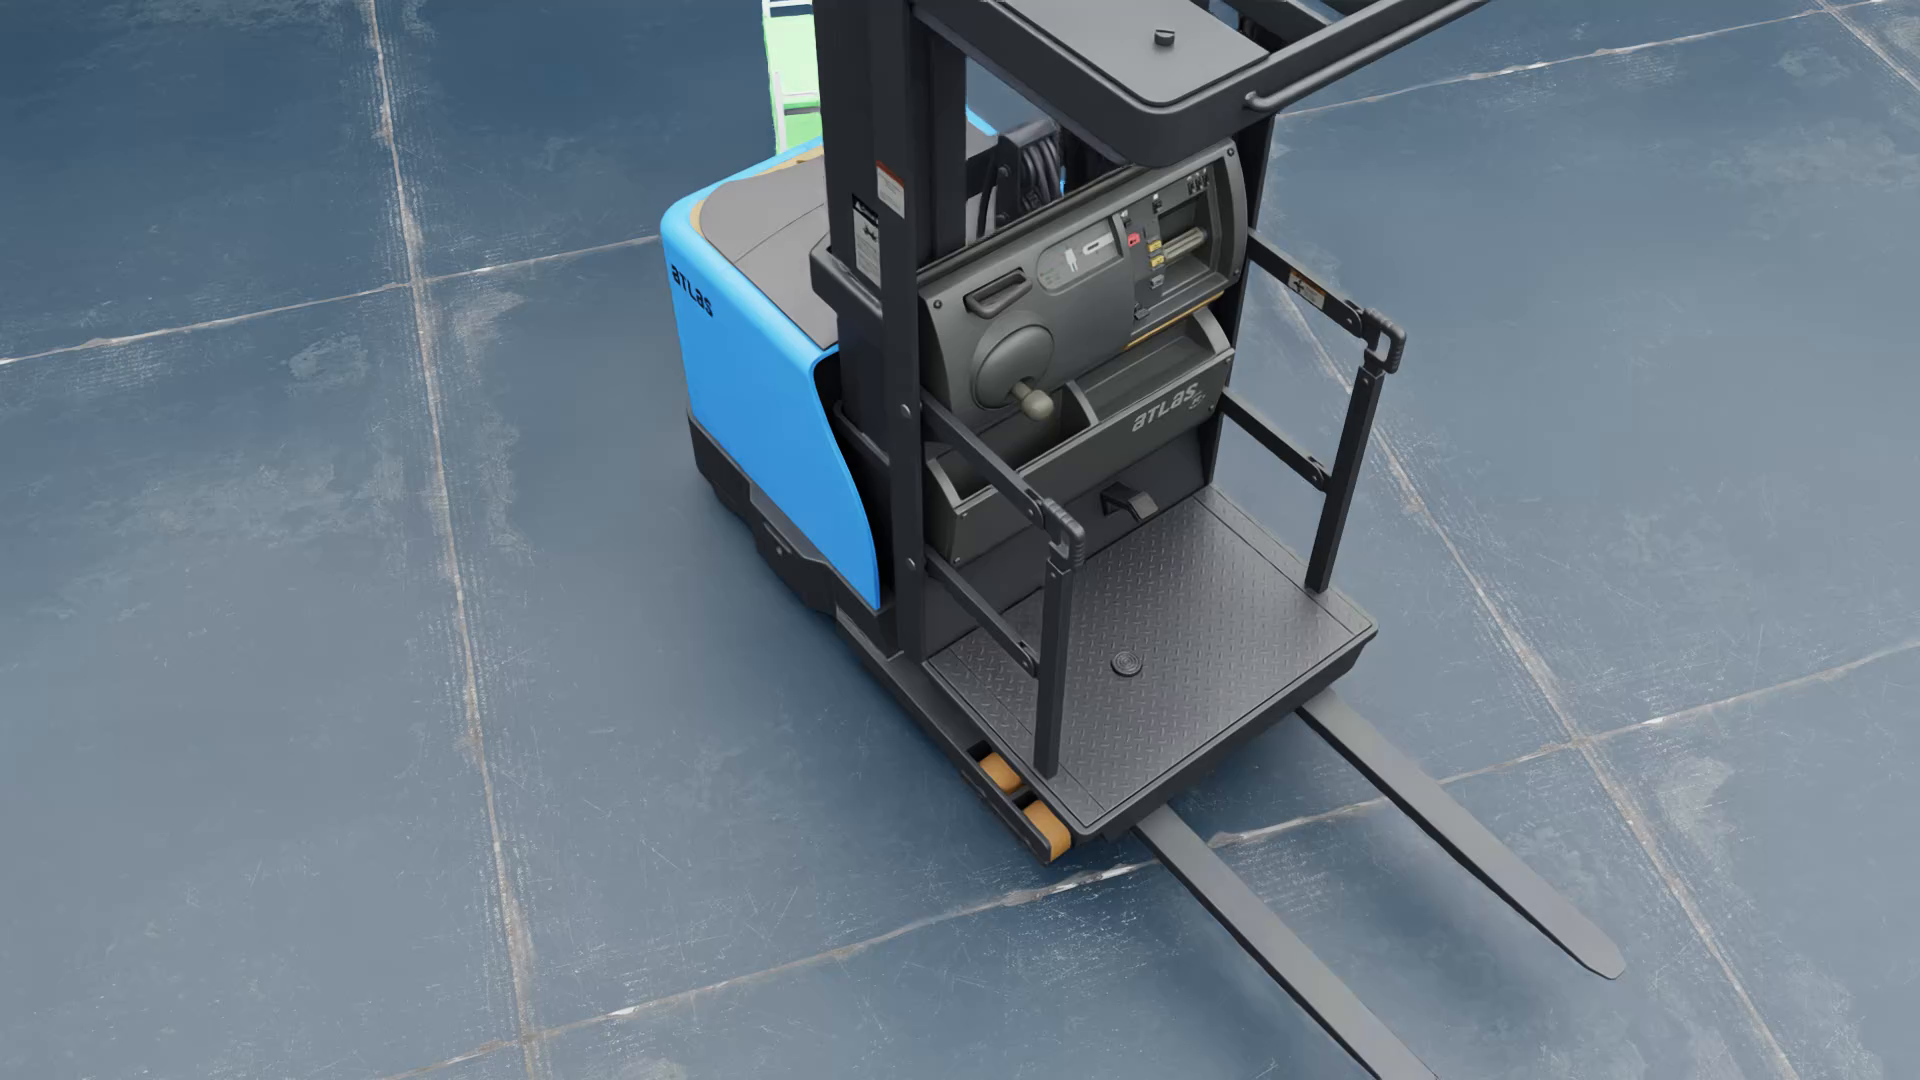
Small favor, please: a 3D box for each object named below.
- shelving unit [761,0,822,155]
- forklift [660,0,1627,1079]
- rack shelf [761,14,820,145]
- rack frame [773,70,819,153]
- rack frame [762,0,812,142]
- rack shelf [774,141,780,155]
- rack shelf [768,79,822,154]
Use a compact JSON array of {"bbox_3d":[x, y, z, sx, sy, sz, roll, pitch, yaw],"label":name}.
[{"bbox_3d":[-0.462,-1.168,5.450,0.258,1.200,0.503,-7,50,-6],"label":"shelving unit"},{"bbox_3d":[0.446,-0.511,3.764,1.130,2.935,3.031,-31,56,-23],"label":"forklift"},{"bbox_3d":[-0.462,-1.437,5.132,0.258,0.148,0.480,-7,50,-6],"label":"rack shelf"},{"bbox_3d":[-0.425,-0.984,5.295,0.240,1.200,0.015,-7,50,-6],"label":"rack frame"},{"bbox_3d":[-0.499,-1.353,5.606,0.240,1.200,0.015,-7,50,-6],"label":"rack frame"},{"bbox_3d":[-0.462,-1.127,5.499,0.258,0.148,0.480,-7,50,-6],"label":"rack shelf"},{"bbox_3d":[-0.462,-1.282,5.316,0.258,0.148,0.480,-7,50,-6],"label":"rack shelf"}]
